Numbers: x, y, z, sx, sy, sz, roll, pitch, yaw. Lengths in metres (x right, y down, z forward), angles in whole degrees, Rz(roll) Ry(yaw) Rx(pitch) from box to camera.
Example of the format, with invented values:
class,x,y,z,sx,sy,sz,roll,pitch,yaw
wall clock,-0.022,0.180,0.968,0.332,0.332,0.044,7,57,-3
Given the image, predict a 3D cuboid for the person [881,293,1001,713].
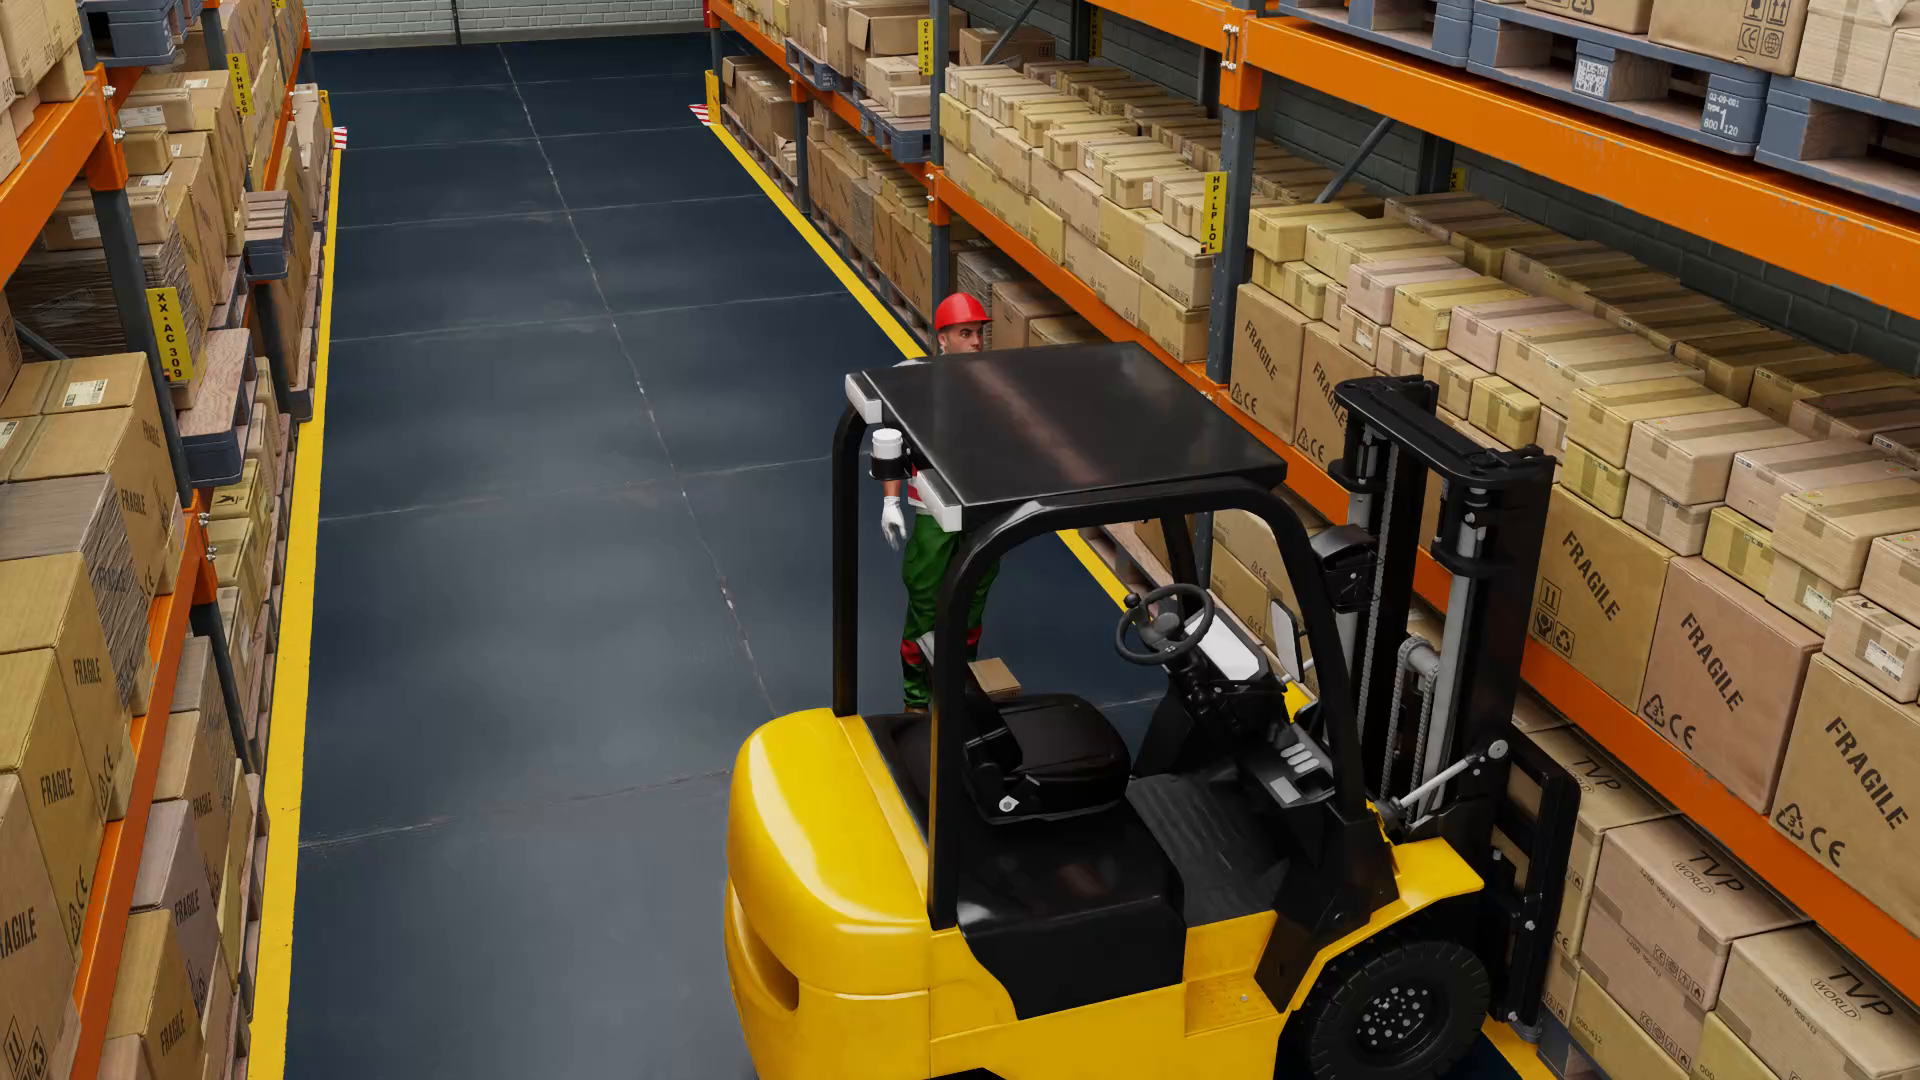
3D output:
class,x,y,z,sx,sy,sz,roll,pitch,yaw
person,0.002,-0.096,6.761,0.638,1.791,0.561,-8,27,-16
